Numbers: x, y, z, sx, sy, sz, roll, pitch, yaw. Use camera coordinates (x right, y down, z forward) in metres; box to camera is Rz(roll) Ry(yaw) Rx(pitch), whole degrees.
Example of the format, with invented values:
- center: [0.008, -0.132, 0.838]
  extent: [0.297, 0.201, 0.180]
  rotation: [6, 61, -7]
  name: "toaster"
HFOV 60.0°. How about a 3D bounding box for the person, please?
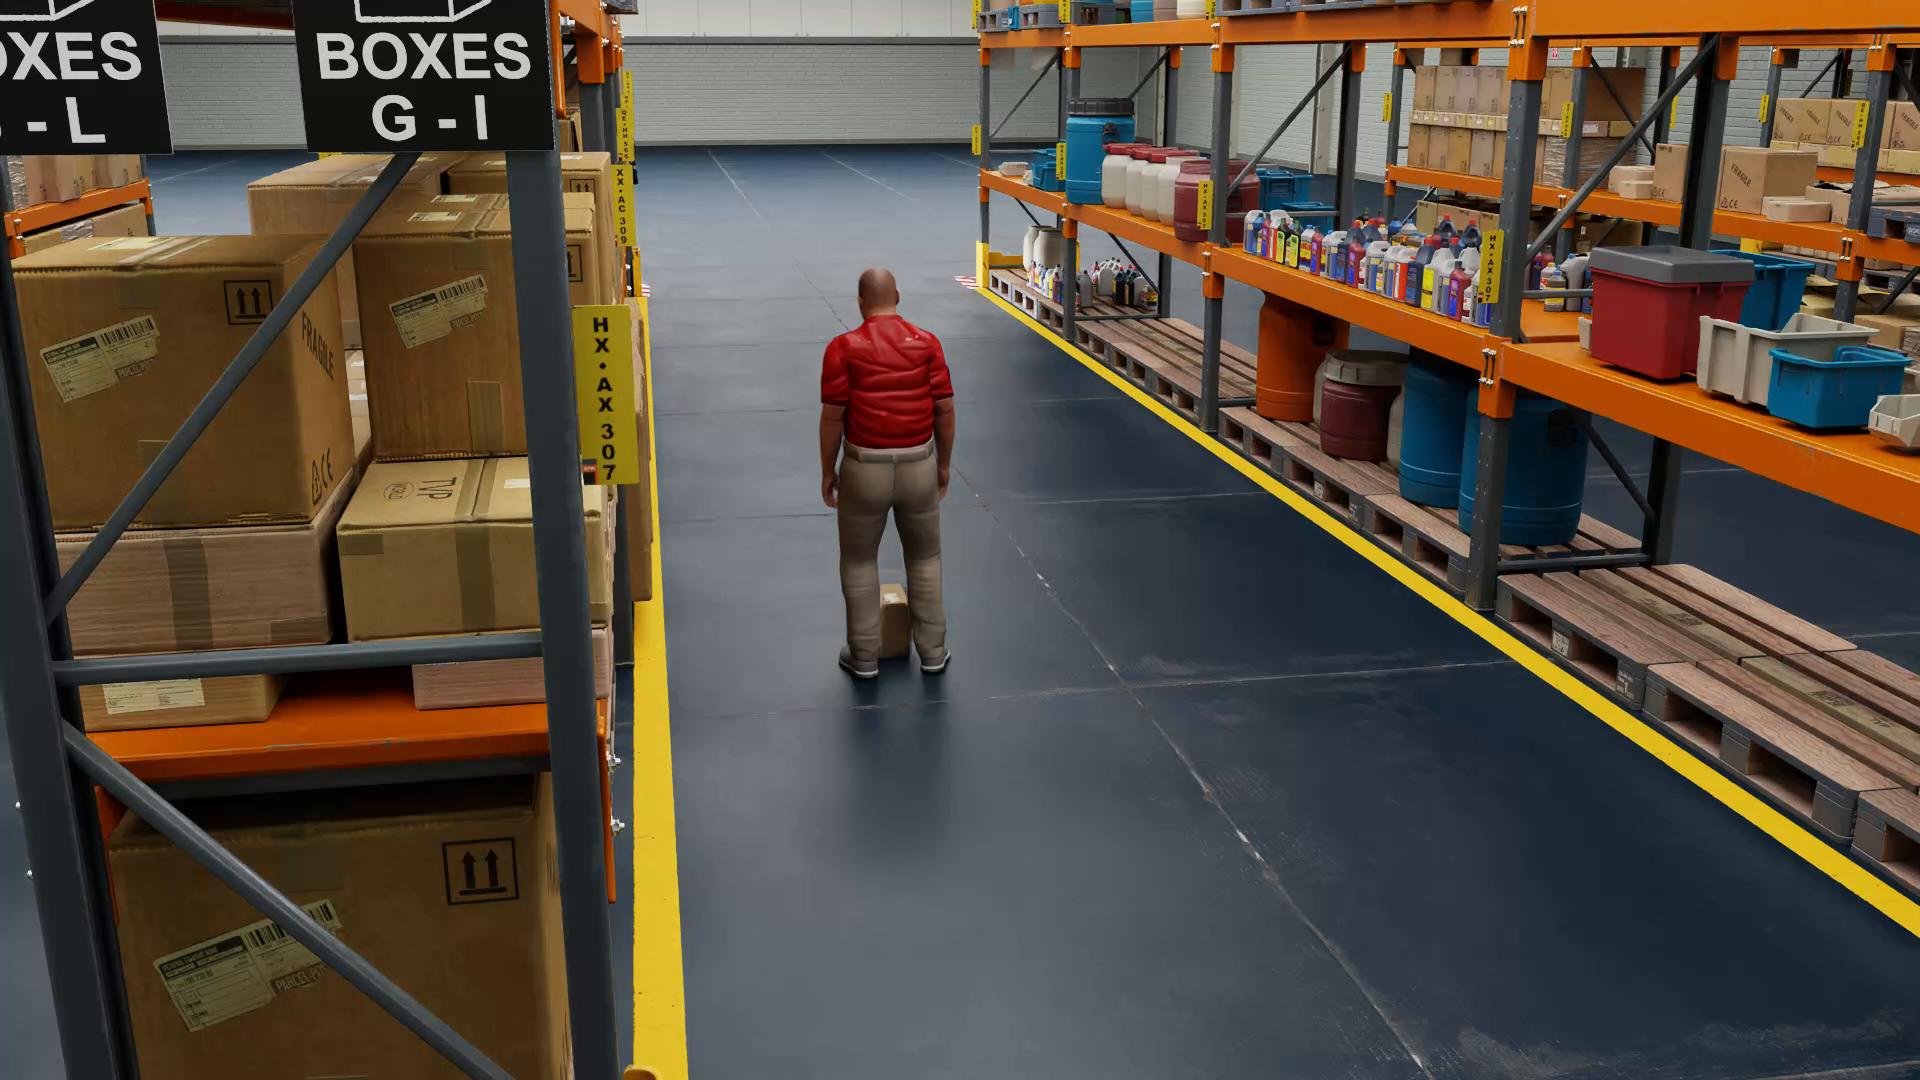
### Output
- center: [-0.310, -0.271, 6.992]
  extent: [0.592, 1.725, 0.393]
  rotation: [-4, 17, -13]
  name: "person"
